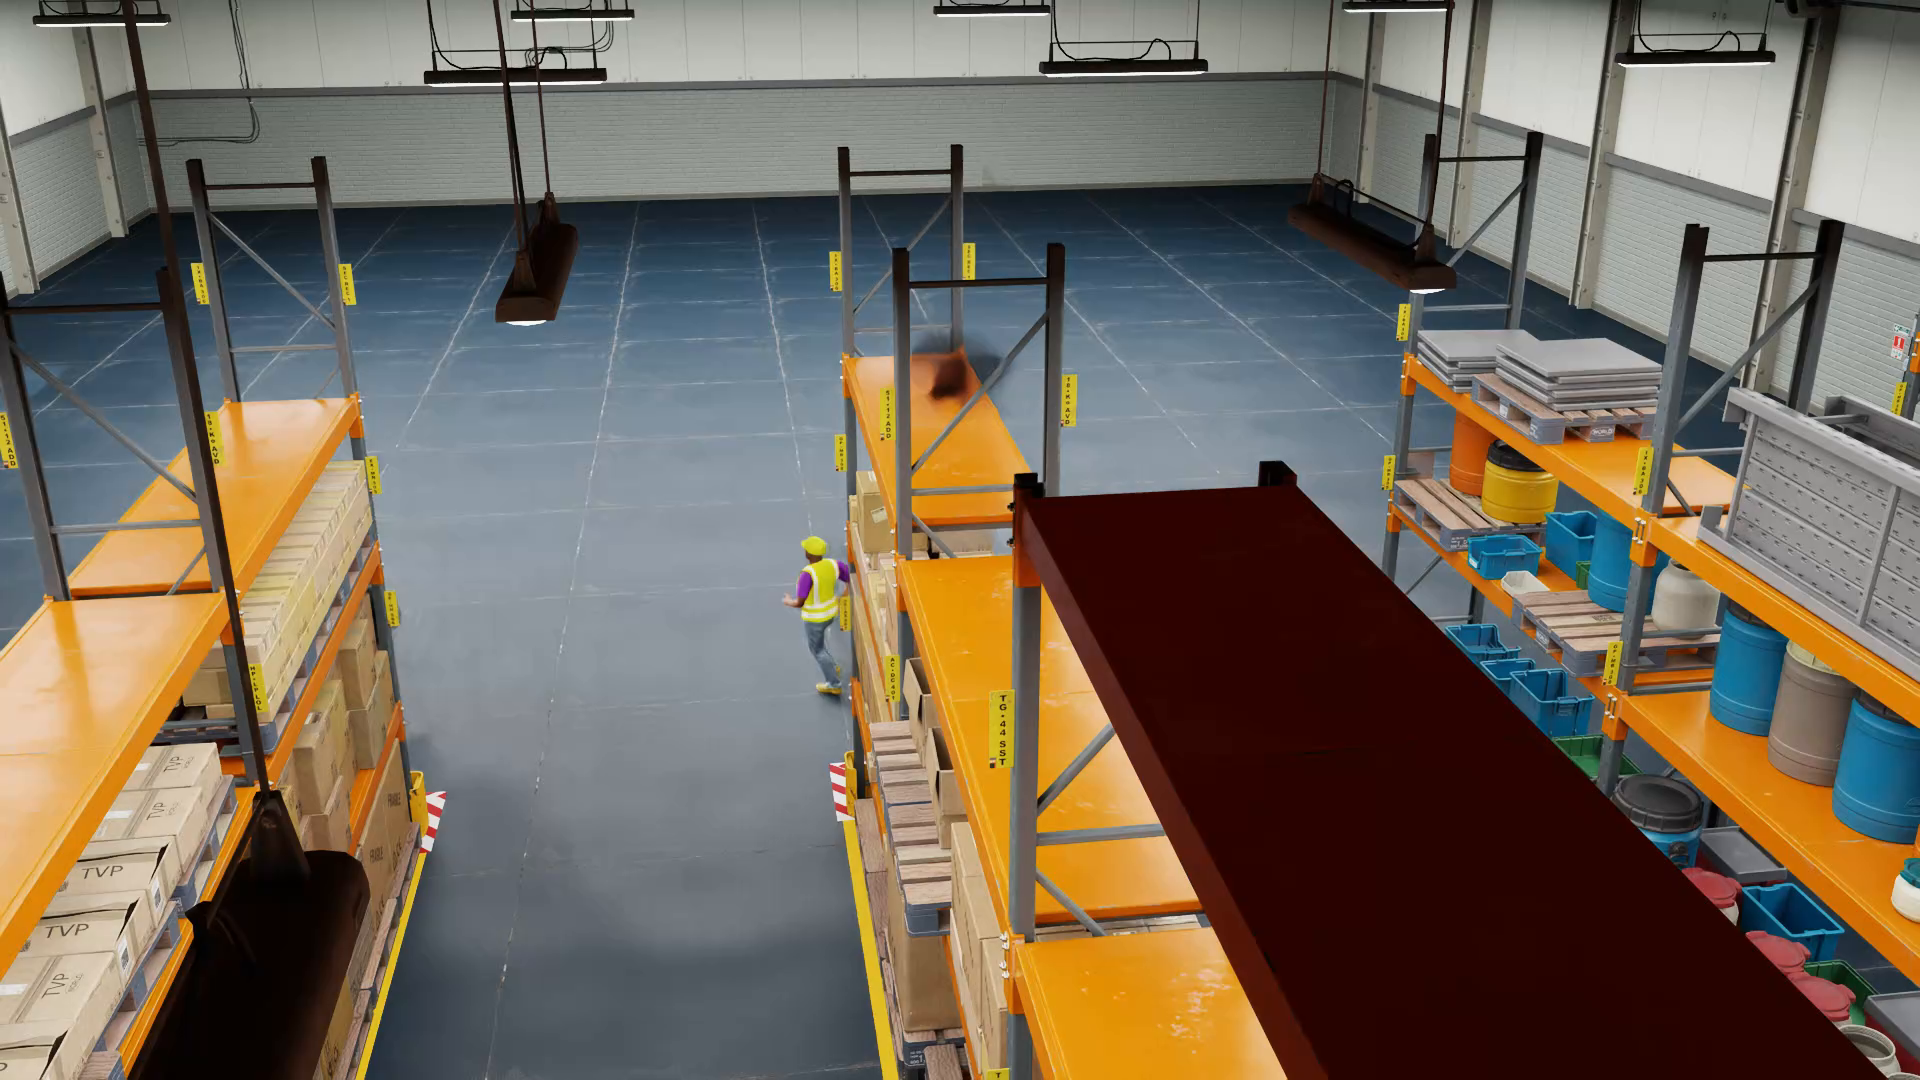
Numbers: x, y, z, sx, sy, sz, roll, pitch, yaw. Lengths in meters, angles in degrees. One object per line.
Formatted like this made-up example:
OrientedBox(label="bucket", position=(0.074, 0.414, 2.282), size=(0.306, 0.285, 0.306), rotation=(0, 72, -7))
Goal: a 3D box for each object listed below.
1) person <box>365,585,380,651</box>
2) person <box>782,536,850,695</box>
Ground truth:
OrientedBox(label="person", position=(-5.987, 1.046, 16.732), size=(0.604, 1.678, 0.691), rotation=(19, 28, 39))
OrientedBox(label="person", position=(-1.509, 0.768, 17.332), size=(0.640, 1.742, 0.699), rotation=(13, 25, 30))
